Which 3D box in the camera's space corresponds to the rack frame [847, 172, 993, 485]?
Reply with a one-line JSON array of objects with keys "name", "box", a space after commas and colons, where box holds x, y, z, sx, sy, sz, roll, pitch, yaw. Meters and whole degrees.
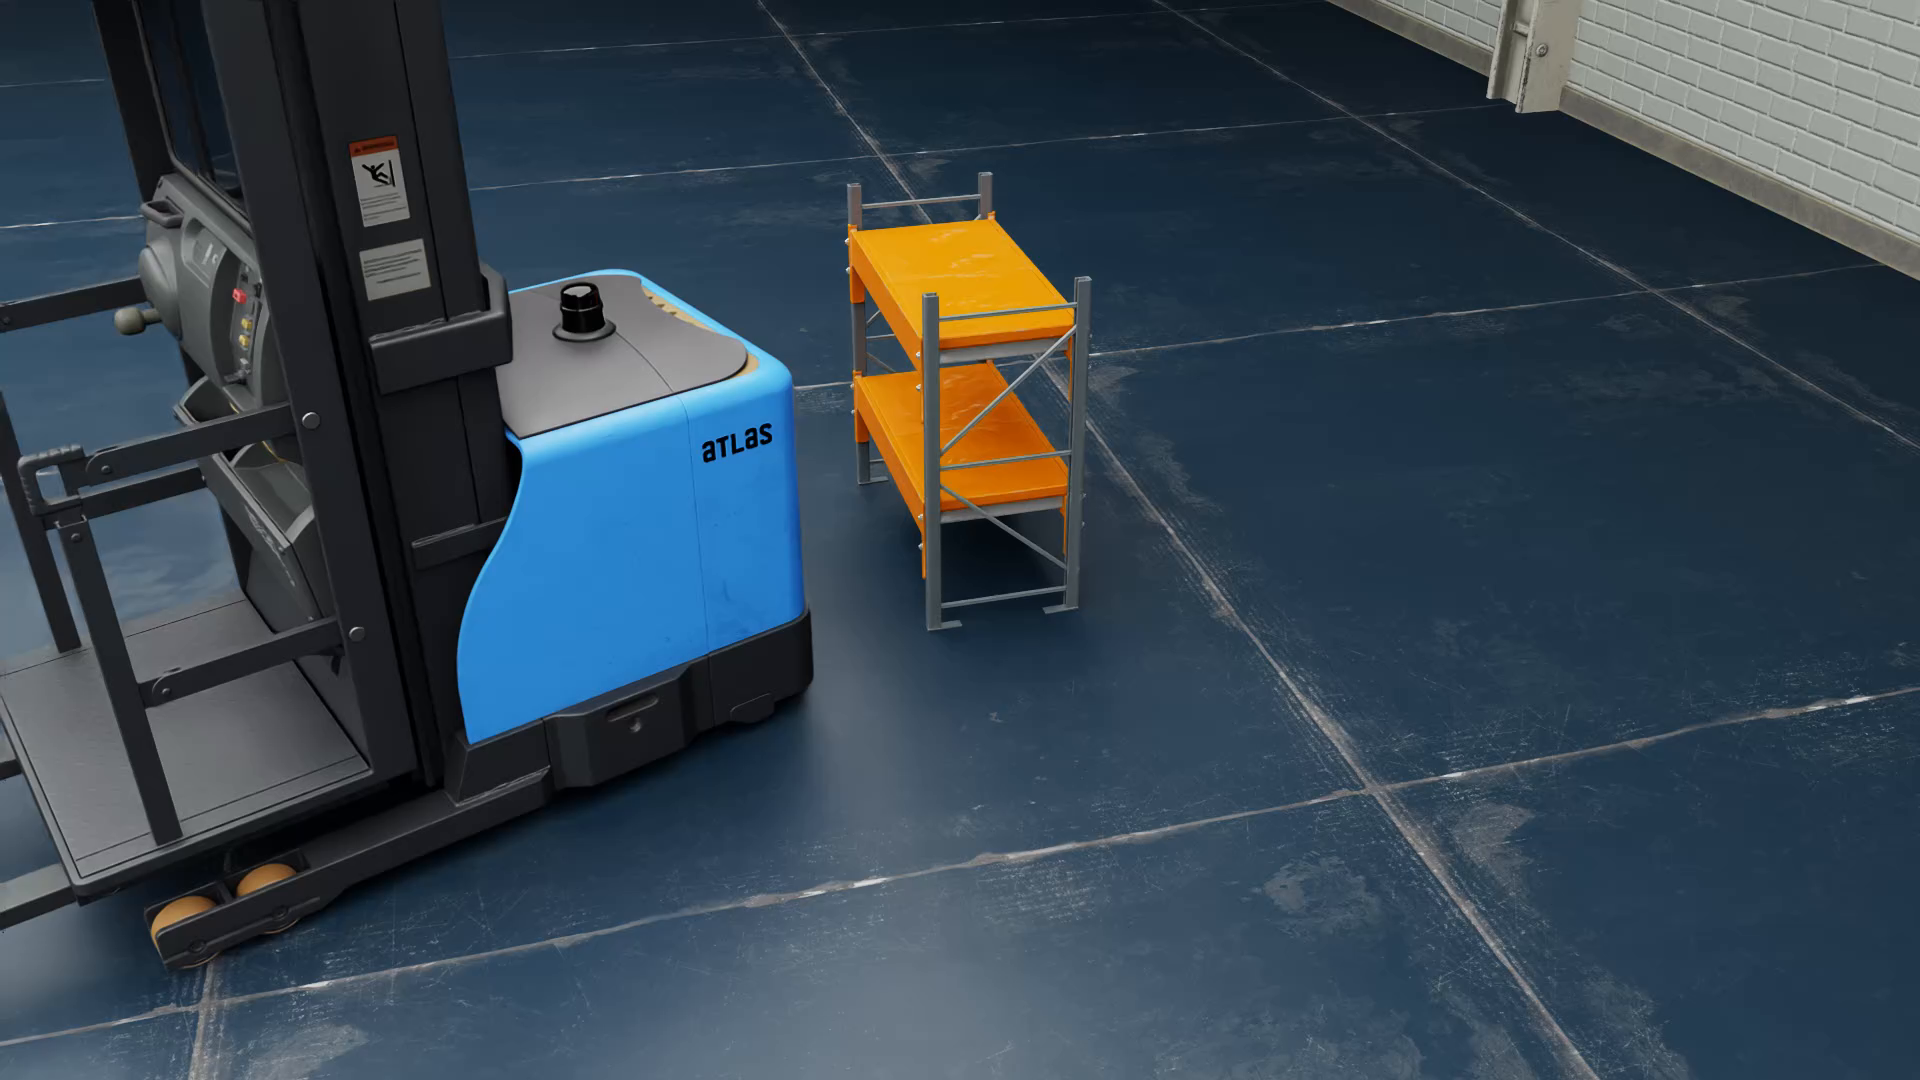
[{"name": "rack frame", "box": [-0.133, -0.729, 5.887, 0.500, 1.125, 0.032, -8, 31, -13]}]

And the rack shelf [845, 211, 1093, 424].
[{"name": "rack shelf", "box": [0.002, -0.737, 5.316, 0.538, 0.278, 1.000, -8, 31, -13]}]

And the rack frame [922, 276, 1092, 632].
[{"name": "rack frame", "box": [0.137, -0.238, 5.038, 0.500, 1.125, 0.032, -8, 31, -13]}]

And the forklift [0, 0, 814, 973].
[{"name": "forklift", "box": [-1.915, -0.546, 3.768, 3.031, 2.935, 1.130, -21, 36, -31]}]

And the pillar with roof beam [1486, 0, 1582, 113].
[{"name": "pillar with roof beam", "box": [-0.579, -6.090, 7.288, 9.100, 9.000, 0.400, -8, 31, -13]}]

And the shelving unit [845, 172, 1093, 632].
[{"name": "shelving unit", "box": [0.002, -0.484, 5.463, 0.538, 1.125, 1.048, -8, 31, -13]}]

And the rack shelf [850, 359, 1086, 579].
[{"name": "rack shelf", "box": [0.002, -0.272, 5.585, 0.538, 0.278, 1.000, -8, 31, -13]}]
